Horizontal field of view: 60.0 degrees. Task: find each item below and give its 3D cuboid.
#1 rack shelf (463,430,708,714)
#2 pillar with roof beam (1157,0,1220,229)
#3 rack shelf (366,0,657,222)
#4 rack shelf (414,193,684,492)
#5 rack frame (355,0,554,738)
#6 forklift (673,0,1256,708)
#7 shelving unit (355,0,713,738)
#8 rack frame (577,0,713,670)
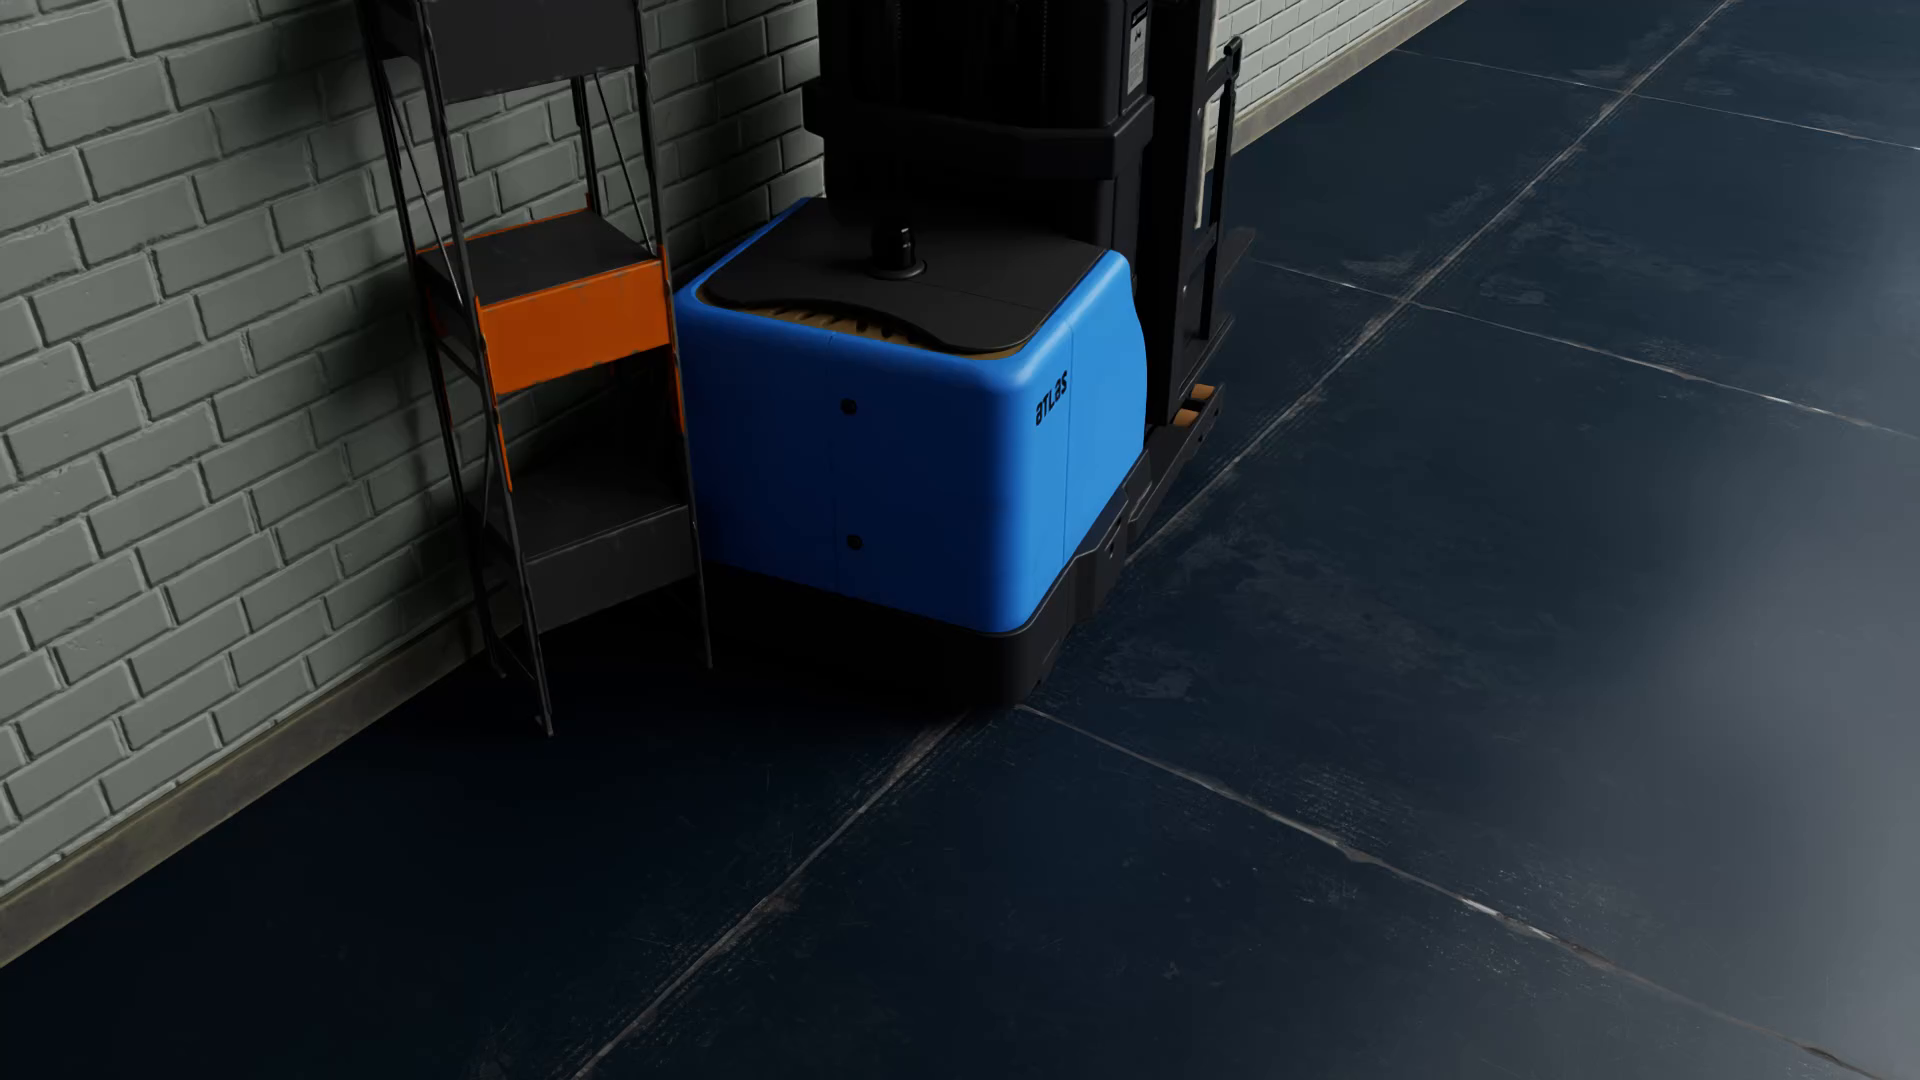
[{"bbox_3d":[-1.021,0.078,4.534,0.480,0.518,0.431,-22,40,-29],"label":"rack shelf"},{"bbox_3d":[4.356,-3.690,2.673,9.100,9.000,0.400,21,39,28],"label":"pillar with roof beam"},{"bbox_3d":[-1.021,-1.082,3.750,0.480,0.518,0.431,-22,40,-29],"label":"rack shelf"},{"bbox_3d":[-1.021,-0.502,4.142,0.480,0.518,0.431,-22,40,-29],"label":"rack shelf"},{"bbox_3d":[-1.217,-0.432,4.014,0.015,2.100,0.400,-22,40,-29],"label":"rack frame"},{"bbox_3d":[0.275,-1.580,4.970,1.130,2.935,3.031,14,36,19],"label":"forklift"},{"bbox_3d":[-1.021,-0.513,4.134,0.503,2.100,0.431,-22,40,-29],"label":"shelving unit"},{"bbox_3d":[-0.824,-0.594,4.254,0.015,2.100,0.400,-22,40,-29],"label":"rack frame"}]
